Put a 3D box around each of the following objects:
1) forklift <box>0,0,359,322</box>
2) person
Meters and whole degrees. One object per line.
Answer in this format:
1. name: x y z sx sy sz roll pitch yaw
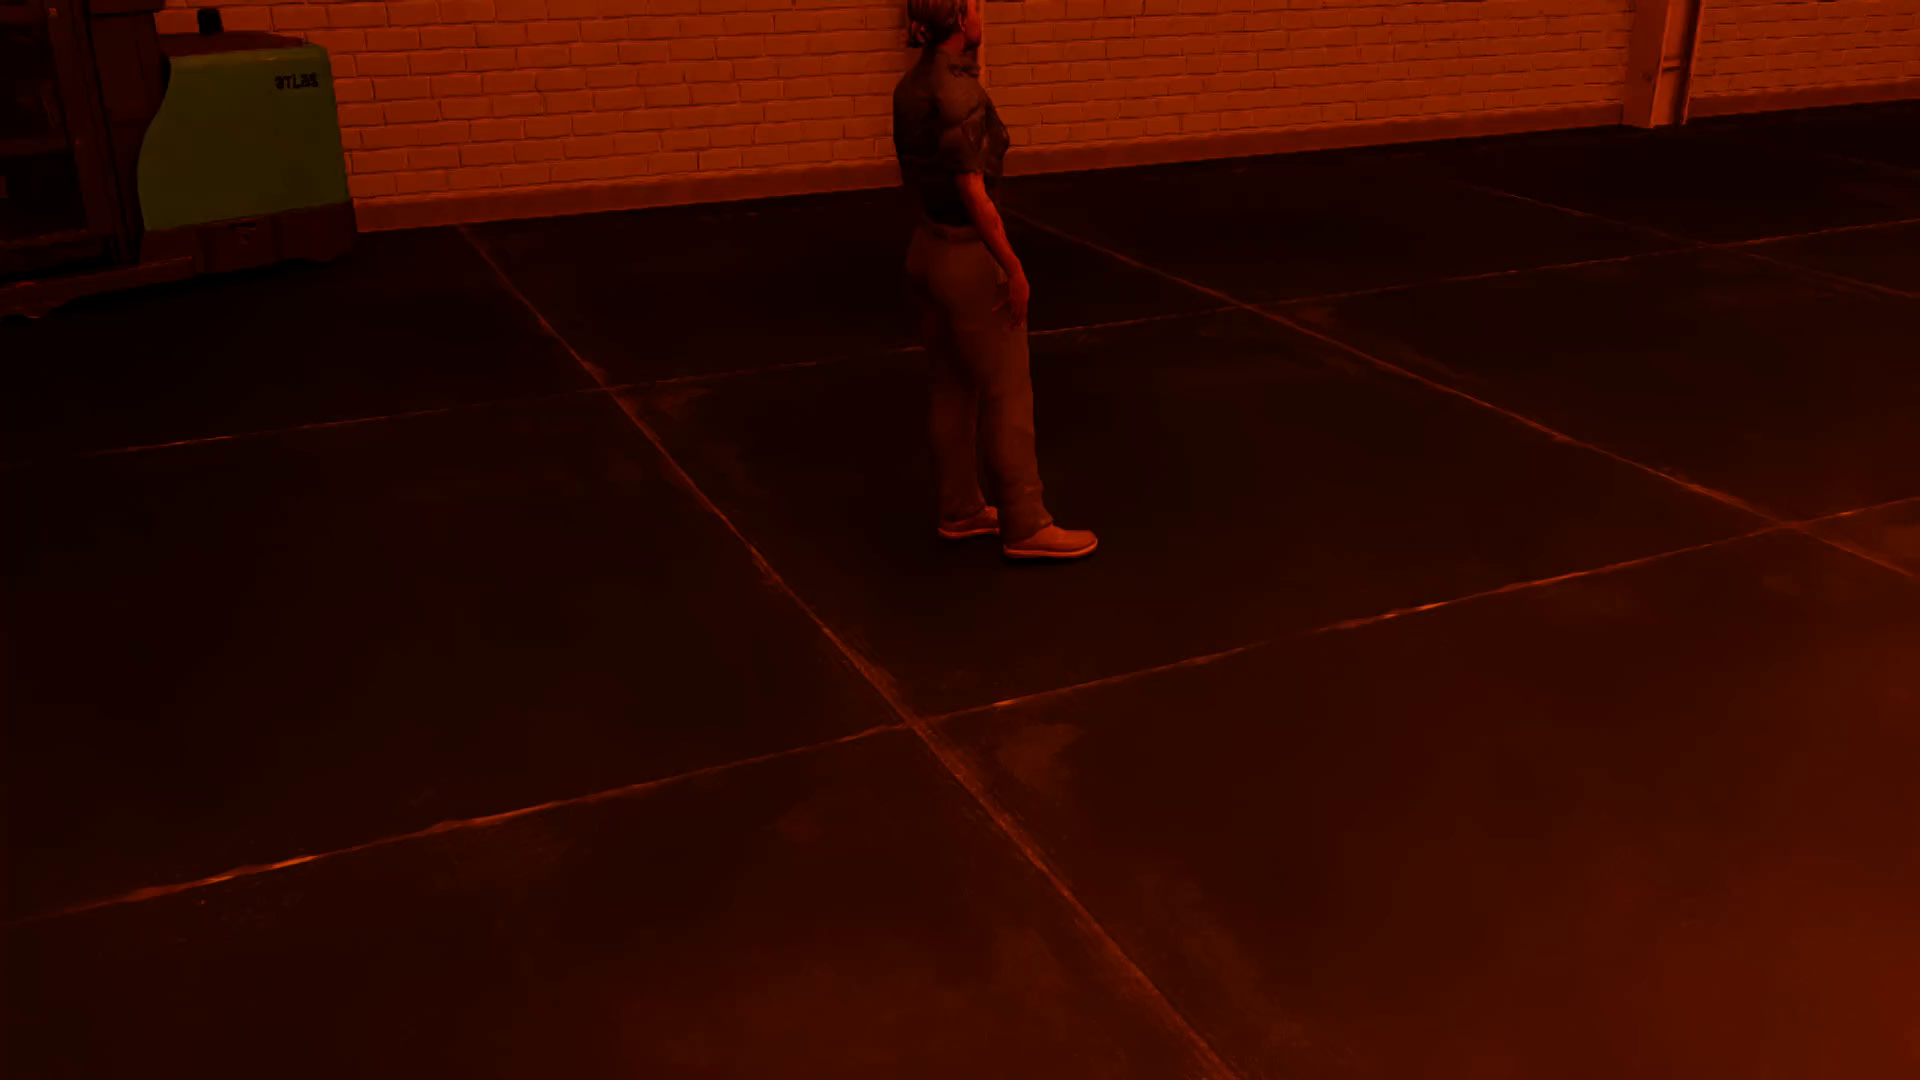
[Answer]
1. forklift: -4.489 -2.524 7.362 1.130 2.935 3.031 21 30 41
2. person: 0.088 -0.778 4.805 0.503 1.654 0.570 -10 25 -23
